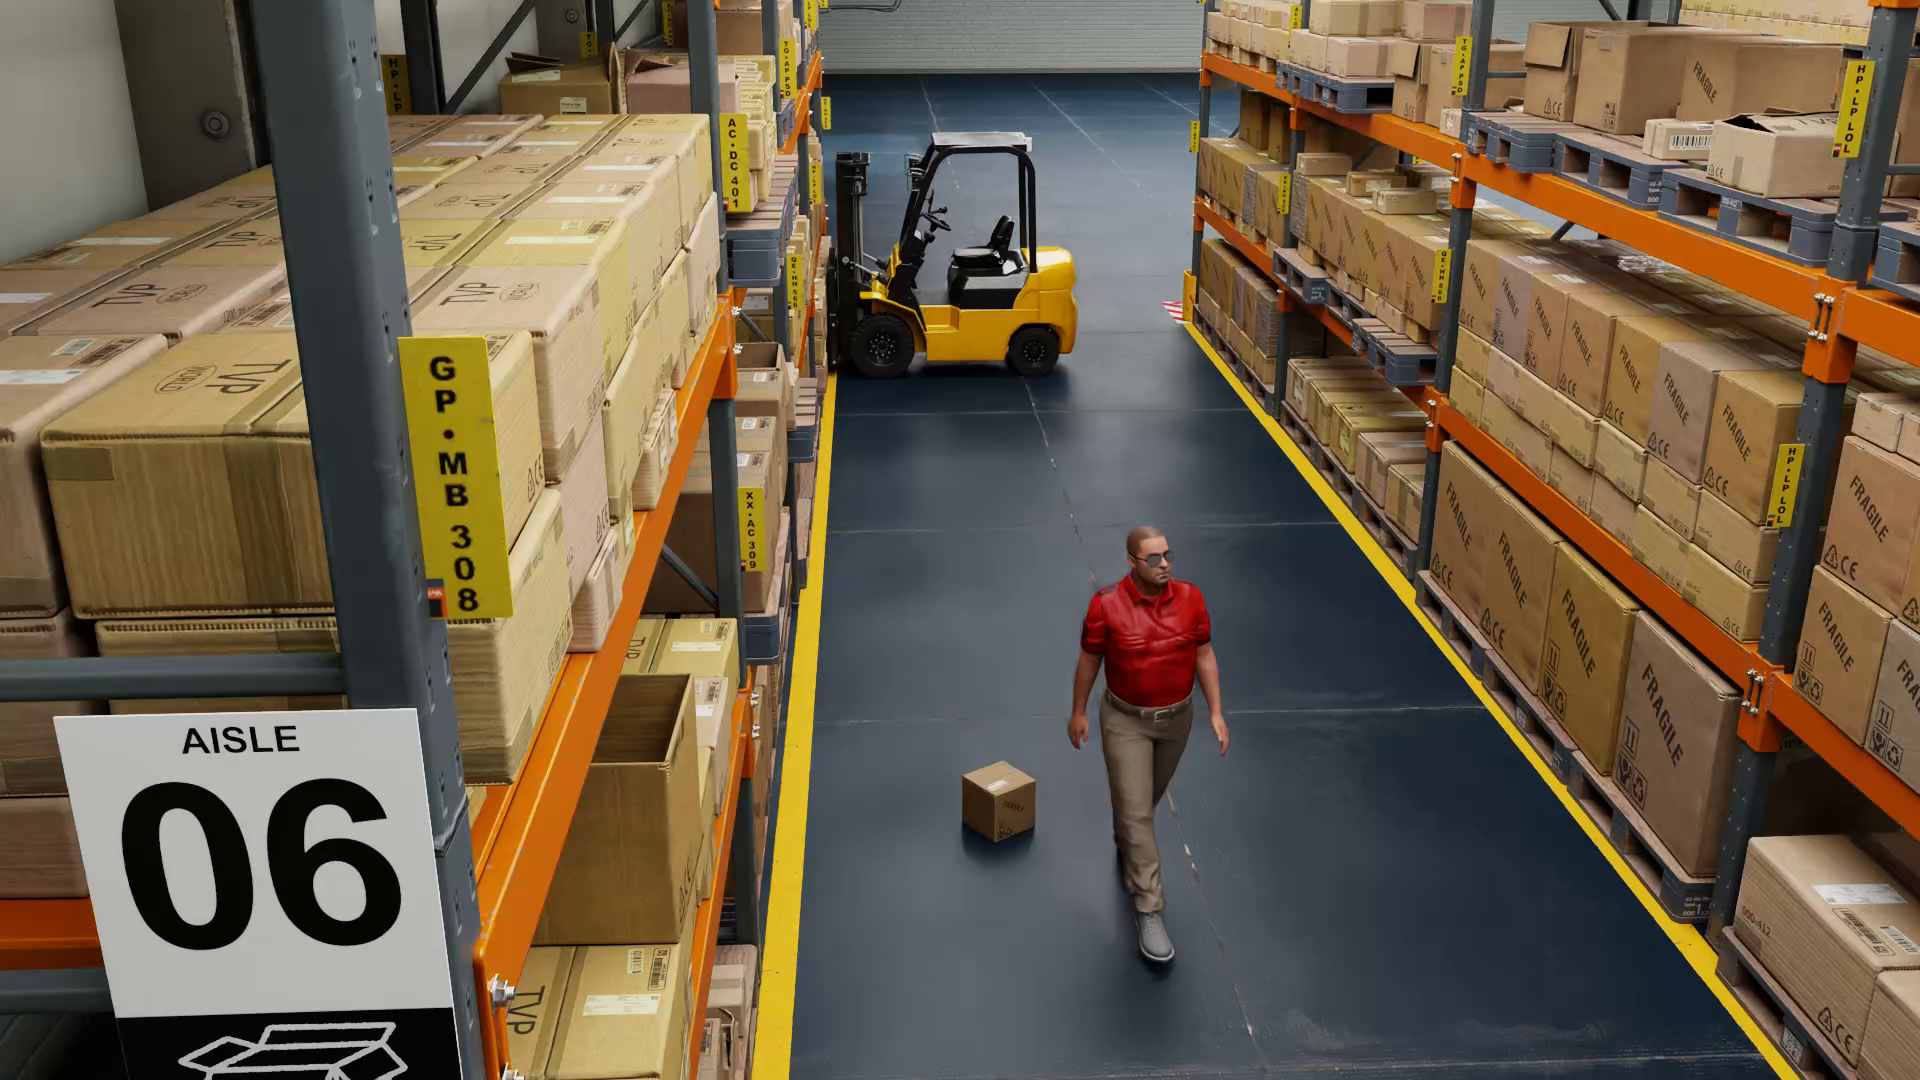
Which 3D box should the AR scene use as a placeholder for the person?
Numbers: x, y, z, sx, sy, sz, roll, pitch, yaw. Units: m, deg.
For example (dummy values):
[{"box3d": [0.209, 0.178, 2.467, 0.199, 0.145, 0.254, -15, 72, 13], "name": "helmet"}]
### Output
[{"box3d": [0.827, 0.774, 6.960, 0.586, 1.677, 0.973, -7, 21, -18], "name": "person"}]
